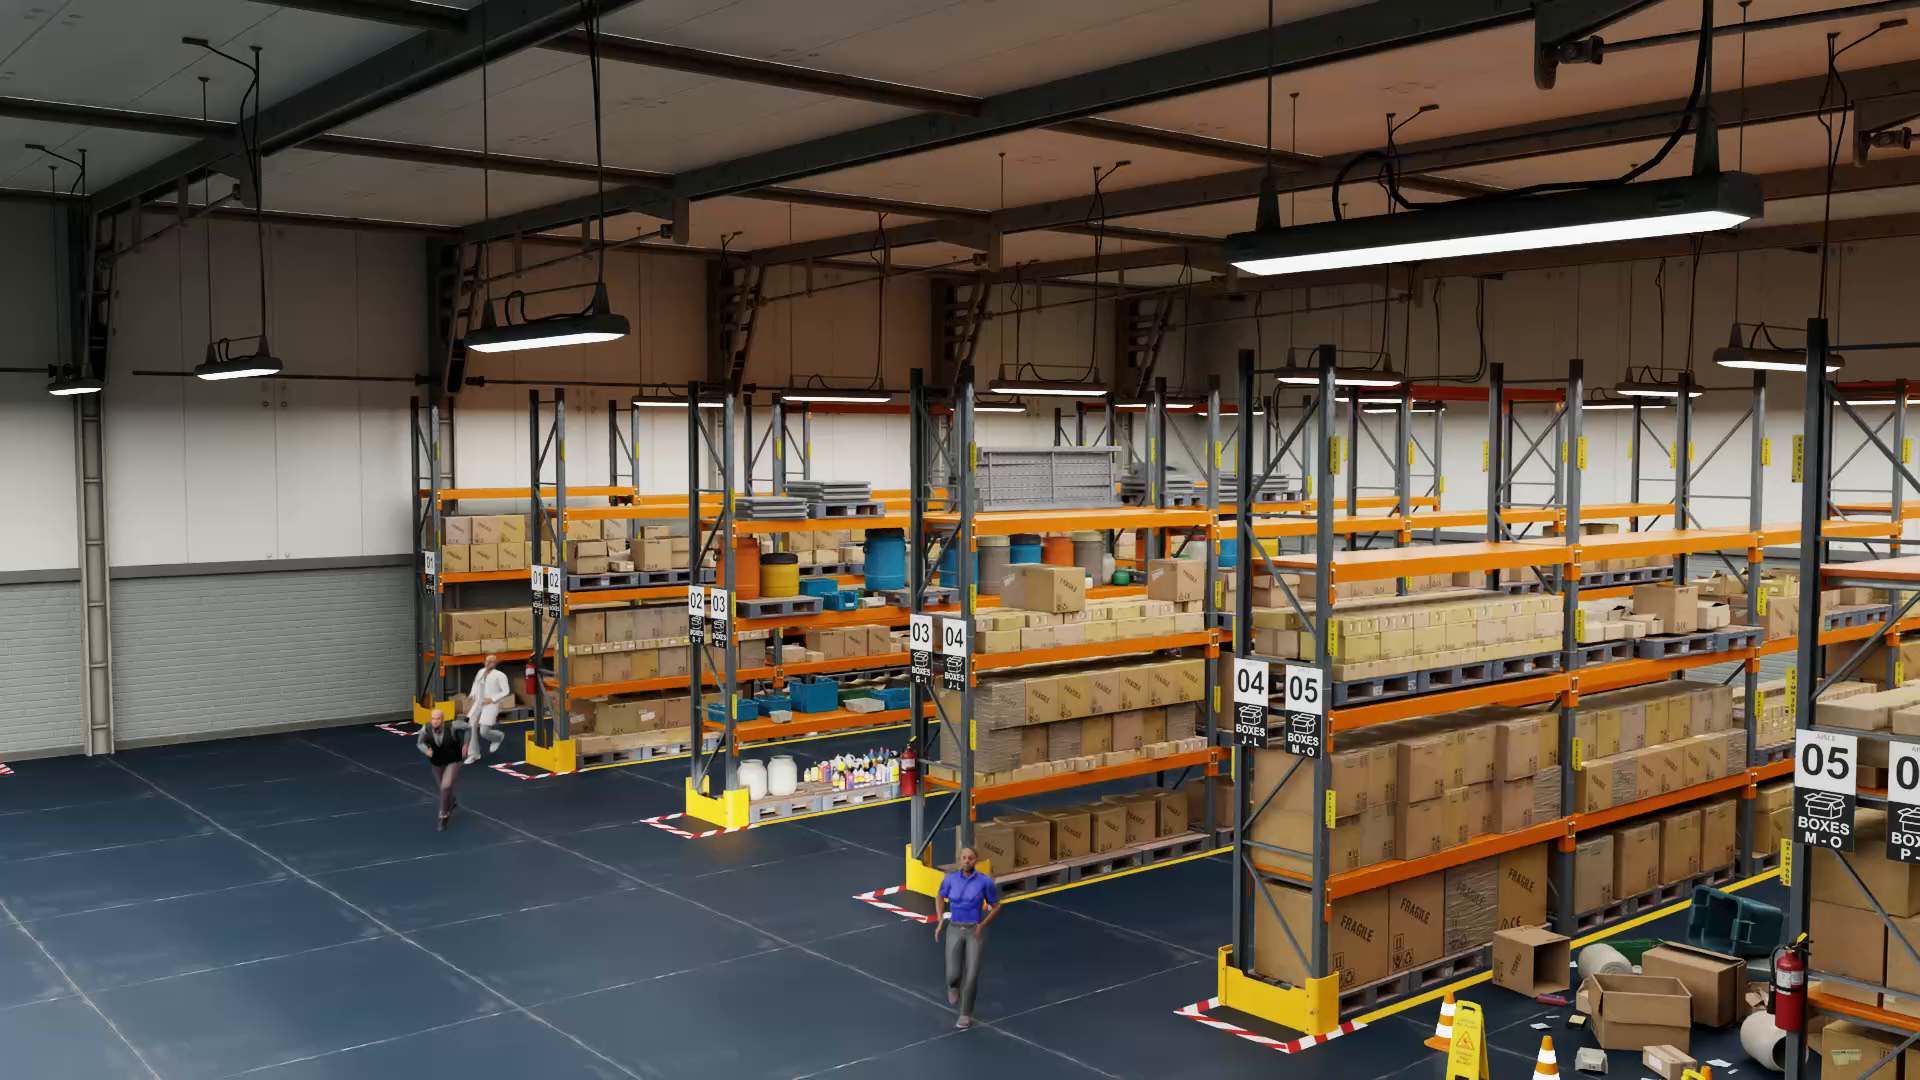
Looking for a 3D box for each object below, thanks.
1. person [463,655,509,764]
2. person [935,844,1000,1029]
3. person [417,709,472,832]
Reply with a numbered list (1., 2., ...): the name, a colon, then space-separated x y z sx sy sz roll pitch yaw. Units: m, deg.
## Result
1. person: -7.632 2.733 26.978 0.760 1.769 0.850 1 4 23
2. person: 0.059 3.506 14.739 0.588 1.599 0.565 0 3 7
3. person: -6.920 3.054 22.430 0.701 1.680 0.989 0 3 -3
